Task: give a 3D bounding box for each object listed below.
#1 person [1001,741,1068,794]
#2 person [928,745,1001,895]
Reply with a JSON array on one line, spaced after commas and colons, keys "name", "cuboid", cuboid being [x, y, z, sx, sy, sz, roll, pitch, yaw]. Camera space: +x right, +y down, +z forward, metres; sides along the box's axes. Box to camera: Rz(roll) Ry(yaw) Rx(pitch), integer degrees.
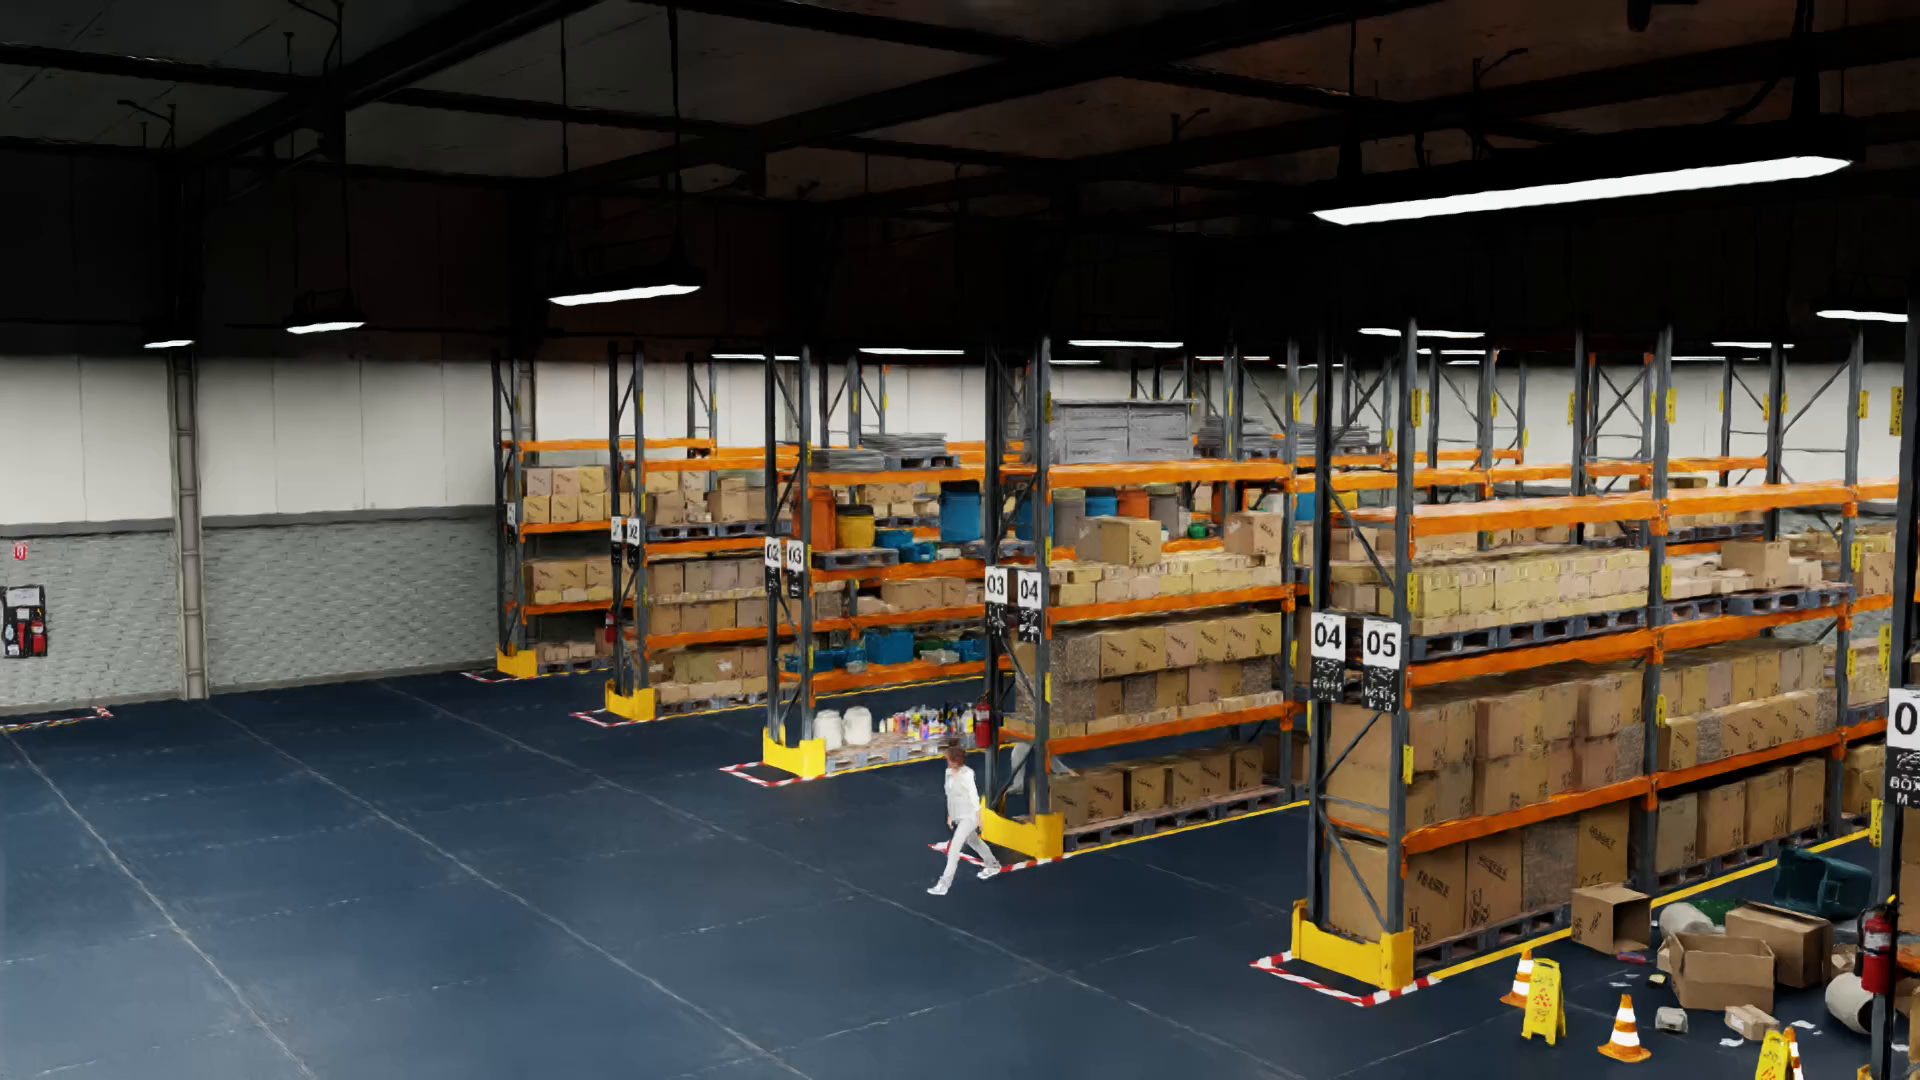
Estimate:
[{"name": "person", "cuboid": [1.023, 2.493, 21.352, 0.933, 1.593, 0.534, -1, 5, -16]}, {"name": "person", "cuboid": [0.014, 2.873, 17.340, 1.032, 1.517, 0.414, -3, 6, -34]}]
